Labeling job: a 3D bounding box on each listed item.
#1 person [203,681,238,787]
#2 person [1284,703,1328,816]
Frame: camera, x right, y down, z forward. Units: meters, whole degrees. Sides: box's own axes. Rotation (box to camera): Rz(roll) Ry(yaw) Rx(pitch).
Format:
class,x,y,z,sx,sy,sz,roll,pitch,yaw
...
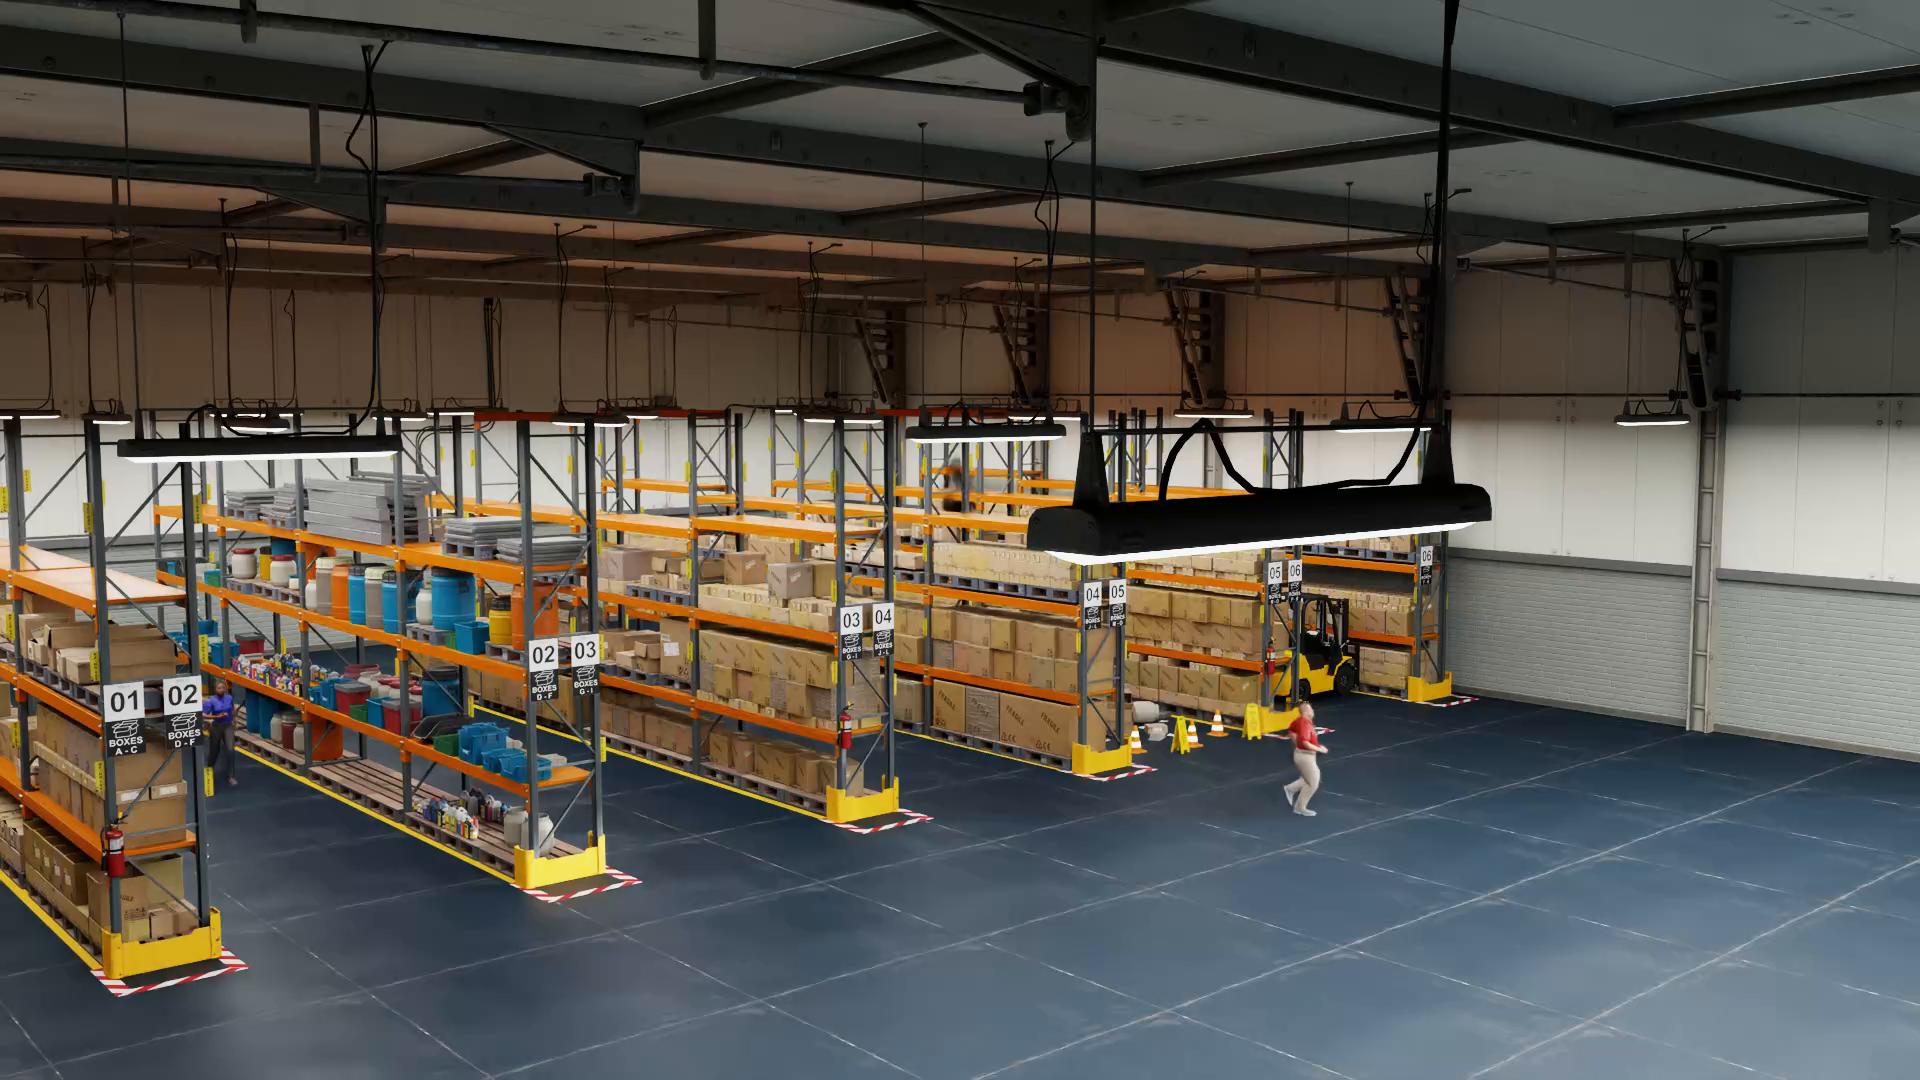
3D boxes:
class,x,y,z,sx,sy,sz,roll,pitch,yaw
person,-12.008,3.118,26.991,0.595,1.685,0.871,-5,7,-43
person,5.221,3.297,25.042,0.585,1.686,0.705,0,5,1
